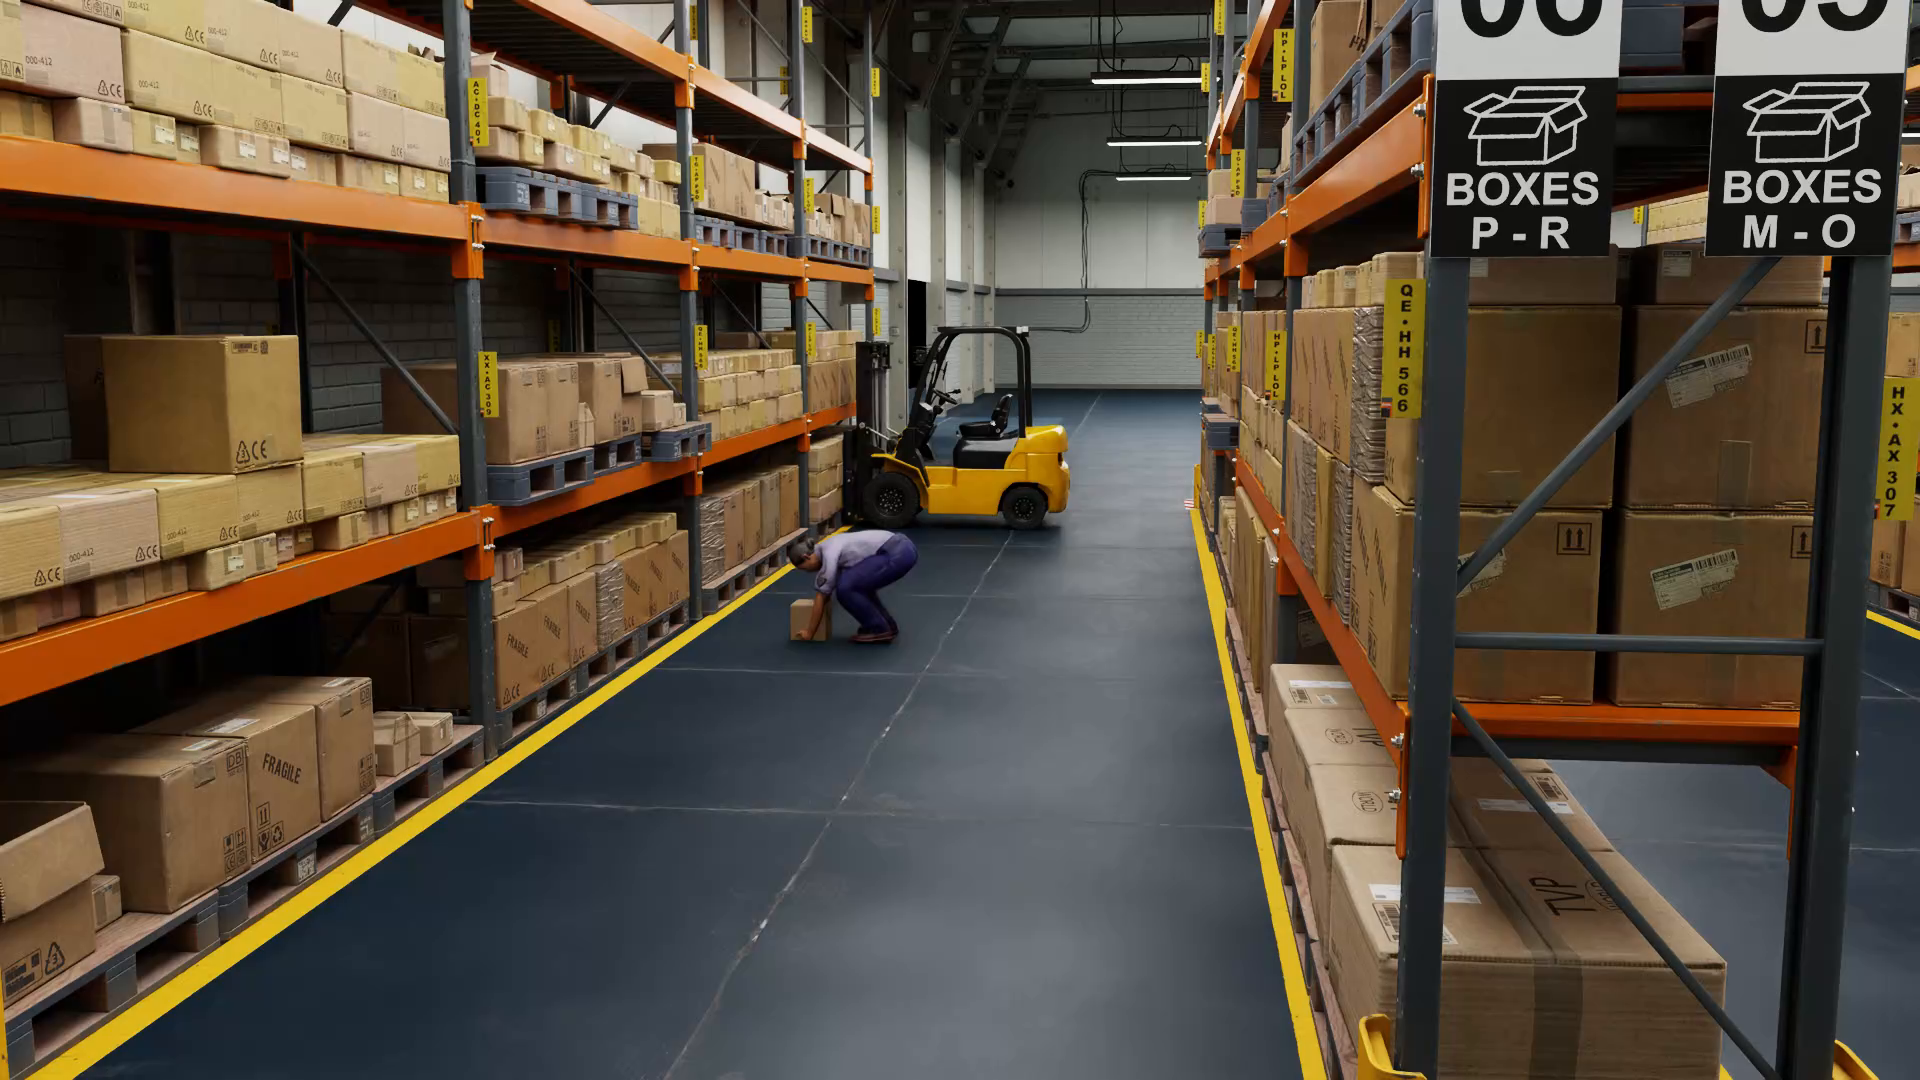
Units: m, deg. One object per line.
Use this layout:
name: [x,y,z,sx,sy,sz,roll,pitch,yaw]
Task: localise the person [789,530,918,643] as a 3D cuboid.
person: [-0.755,0.325,11.772,0.905,0.784,0.521,1,8,4]
